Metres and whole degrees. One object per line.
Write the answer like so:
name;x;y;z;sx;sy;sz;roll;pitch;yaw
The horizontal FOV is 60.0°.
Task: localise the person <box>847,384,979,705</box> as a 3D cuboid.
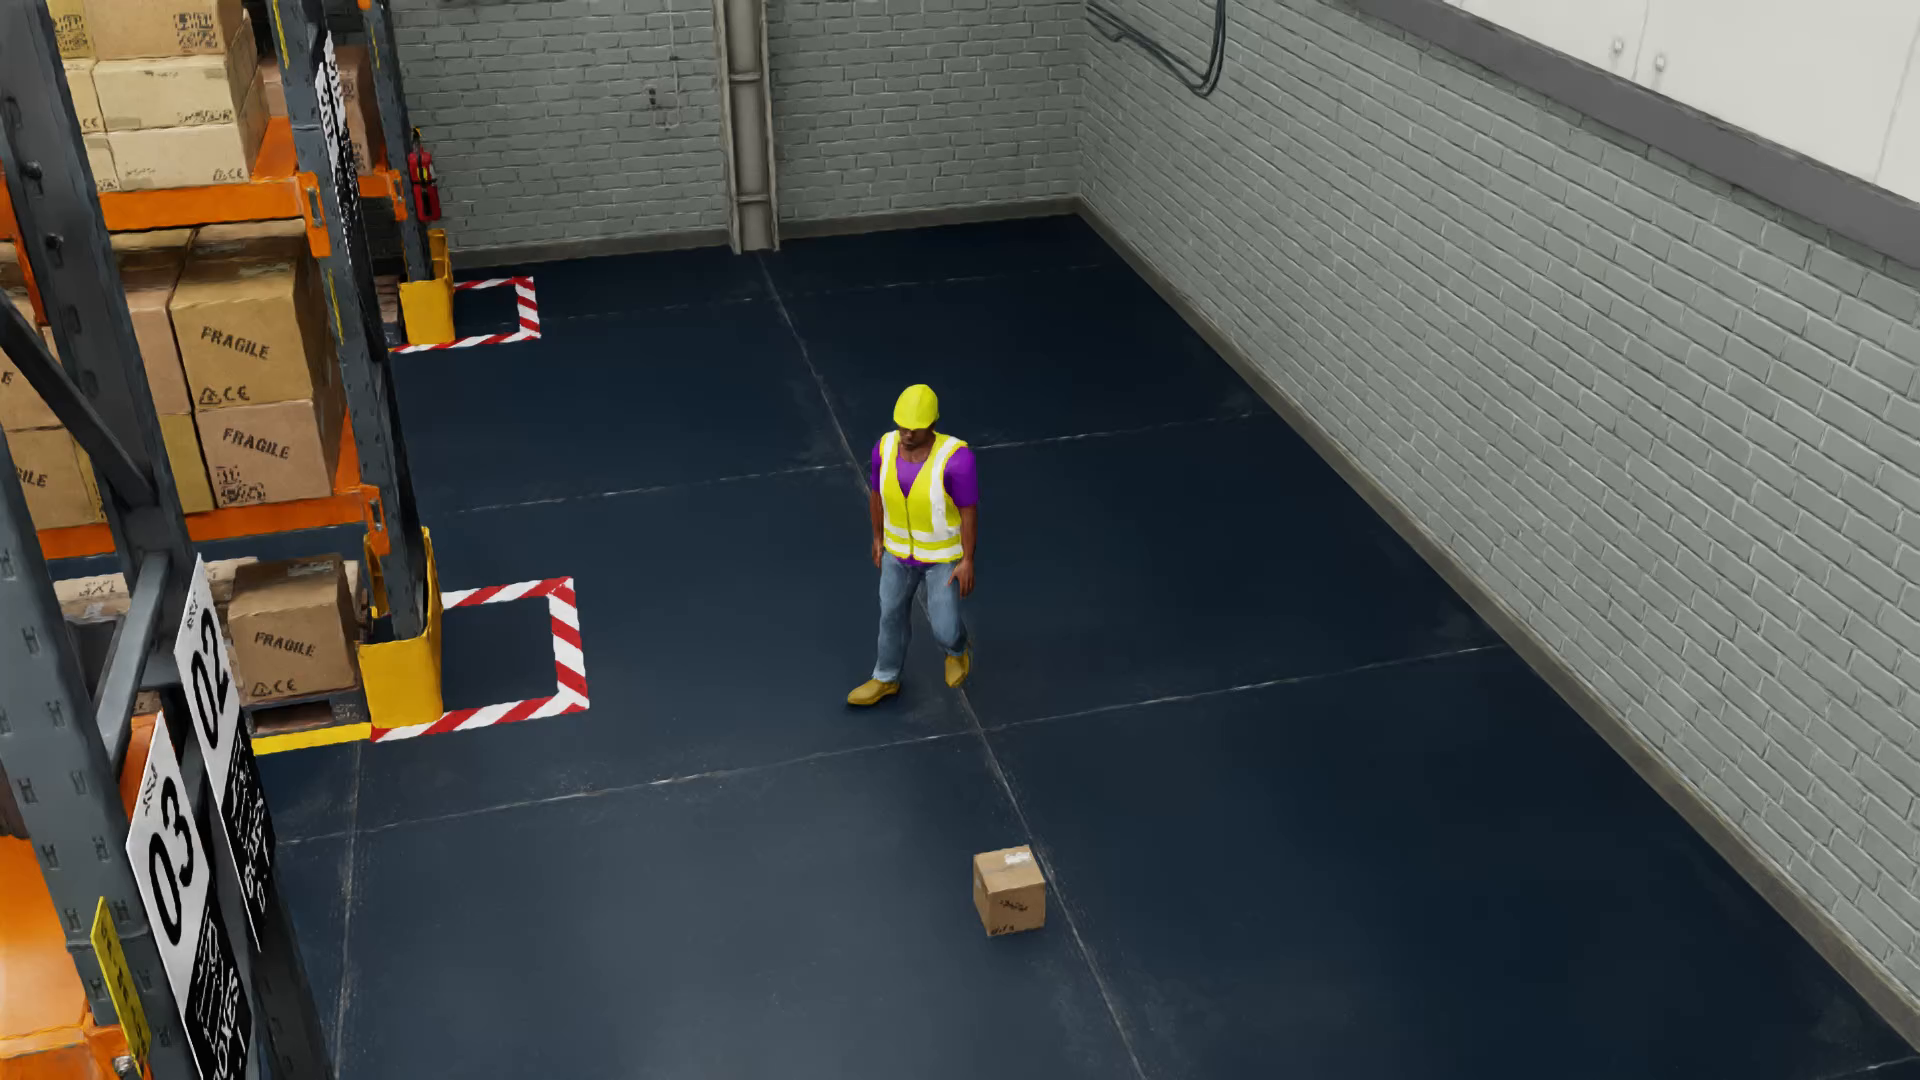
person;-0.186;0.028;8.132;0.644;1.764;0.548;13;33;22
